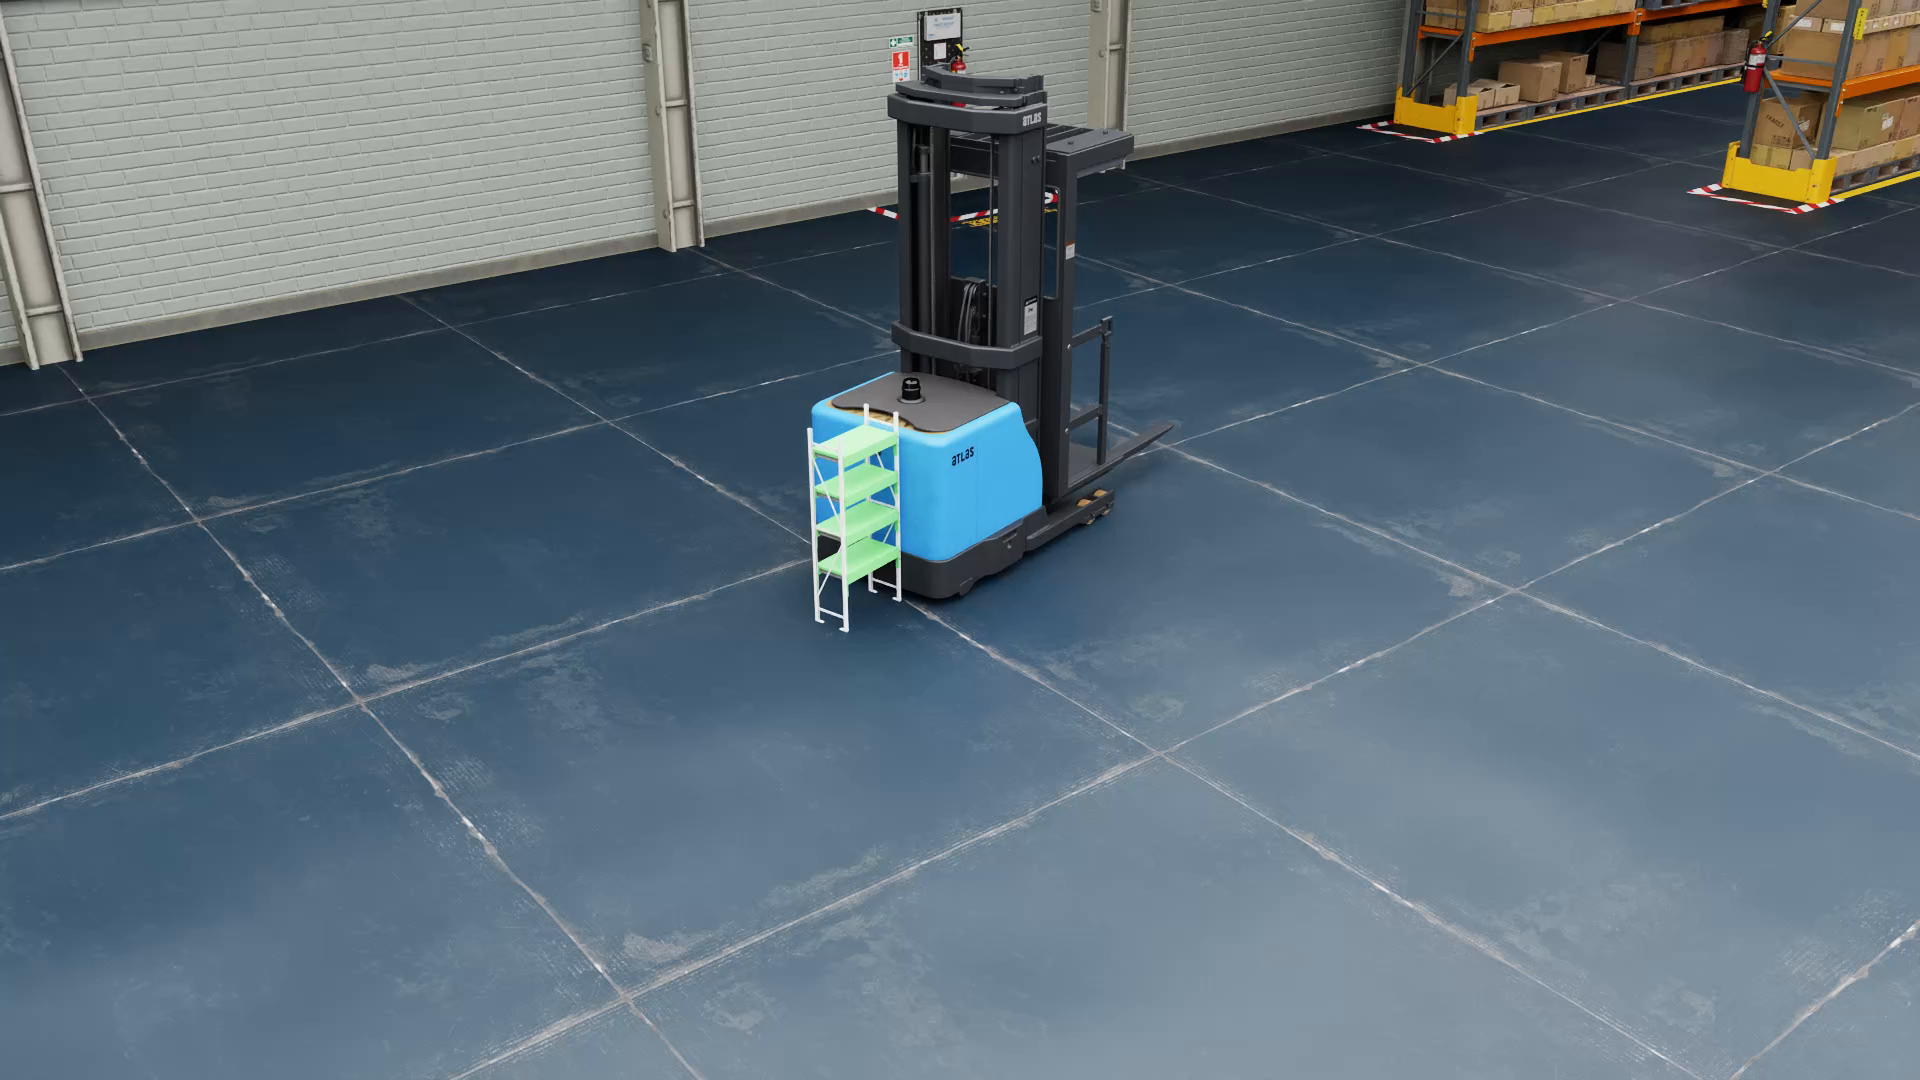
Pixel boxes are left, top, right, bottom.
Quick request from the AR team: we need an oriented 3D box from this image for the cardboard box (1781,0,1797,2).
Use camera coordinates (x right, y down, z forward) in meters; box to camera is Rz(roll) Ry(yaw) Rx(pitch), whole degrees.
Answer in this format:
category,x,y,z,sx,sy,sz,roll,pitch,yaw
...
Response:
category,x,y,z,sx,sy,sz,roll,pitch,yaw
cardboard box,14.163,-8.746,28.087,0.750,0.750,0.750,-18,31,-34

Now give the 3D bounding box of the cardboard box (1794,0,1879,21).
category,x,y,z,sx,sy,sz,roll,pitch,yaw
cardboard box,9.991,-6.204,18.896,0.500,0.500,0.700,-18,30,-34

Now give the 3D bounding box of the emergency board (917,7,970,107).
category,x,y,z,sx,sy,sz,roll,pitch,yaw
emergency board,-0.158,-5.360,18.737,0.643,1.169,0.194,-18,31,-34

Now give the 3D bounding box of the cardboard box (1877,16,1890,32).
category,x,y,z,sx,sy,sz,roll,pitch,yaw
cardboard box,10.419,-5.944,19.105,0.250,0.149,0.380,-18,30,-34

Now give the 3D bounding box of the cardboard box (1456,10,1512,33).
category,x,y,z,sx,sy,sz,roll,pitch,yaw
cardboard box,7.094,-7.043,22.516,0.500,0.250,0.500,-19,31,-35

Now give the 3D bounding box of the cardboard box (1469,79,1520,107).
category,x,y,z,sx,sy,sz,roll,pitch,yaw
cardboard box,7.563,-6.358,23.557,0.500,0.311,0.500,-15,29,-30

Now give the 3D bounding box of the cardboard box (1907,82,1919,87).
category,x,y,z,sx,sy,sz,roll,pitch,yaw
cardboard box,12.091,-5.443,20.792,0.500,0.500,0.500,-18,31,-34

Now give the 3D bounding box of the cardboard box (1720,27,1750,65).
category,x,y,z,sx,sy,sz,roll,pitch,yaw
cardboard box,12.275,-8.019,26.913,0.500,0.500,0.700,-18,30,-33

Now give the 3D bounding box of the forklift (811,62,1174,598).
category,x,y,z,sx,sy,sz,roll,pitch,yaw
forklift,0.378,-1.542,10.591,1.130,2.935,3.031,17,30,33

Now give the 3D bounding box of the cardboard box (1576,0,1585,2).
category,x,y,z,sx,sy,sz,roll,pitch,yaw
cardboard box,8.689,-7.916,23.507,0.500,0.500,0.500,-19,31,-35

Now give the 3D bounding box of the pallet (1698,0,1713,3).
category,x,y,z,sx,sy,sz,roll,pitch,yaw
pallet,11.277,-8.543,25.823,1.213,0.211,1.003,-18,31,-34

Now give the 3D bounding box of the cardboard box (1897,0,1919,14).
category,x,y,z,sx,sy,sz,roll,pitch,yaw
cardboard box,10.798,-6.474,19.477,0.500,0.500,0.700,-18,30,-34

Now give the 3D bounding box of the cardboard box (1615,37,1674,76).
category,x,y,z,sx,sy,sz,roll,pitch,yaw
cardboard box,10.607,-7.532,25.863,0.500,0.500,0.700,-19,31,-35

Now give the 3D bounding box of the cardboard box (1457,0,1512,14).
category,x,y,z,sx,sy,sz,roll,pitch,yaw
cardboard box,7.076,-7.386,22.364,0.500,0.500,0.500,-18,31,-34

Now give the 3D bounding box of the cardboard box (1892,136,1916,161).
category,x,y,z,sx,sy,sz,roll,pitch,yaw
cardboard box,11.315,-4.838,20.378,0.500,0.250,0.500,-18,31,-34

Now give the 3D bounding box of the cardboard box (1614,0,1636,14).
category,x,y,z,sx,sy,sz,roll,pitch,yaw
cardboard box,9.476,-7.837,24.227,0.500,0.250,0.500,-18,30,-34

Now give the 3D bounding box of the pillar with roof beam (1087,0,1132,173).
category,x,y,z,sx,sy,sz,roll,pitch,yaw
pillar with roof beam,4.466,-7.285,15.757,0.400,9.000,9.100,-18,31,-34

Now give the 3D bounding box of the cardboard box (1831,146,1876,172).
category,x,y,z,sx,sy,sz,roll,pitch,yaw
cardboard box,10.525,-4.580,19.822,0.500,0.250,0.500,-18,31,-34

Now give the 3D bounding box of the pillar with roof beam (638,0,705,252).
category,x,y,z,sx,sy,sz,roll,pitch,yaw
pillar with roof beam,-0.255,-5.726,12.399,0.400,9.000,9.100,-18,31,-34

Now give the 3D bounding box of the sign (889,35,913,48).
category,x,y,z,sx,sy,sz,roll,pitch,yaw
sign,-0.648,-5.506,18.378,0.331,0.109,0.001,-18,31,-34

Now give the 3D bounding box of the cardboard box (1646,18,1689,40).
category,x,y,z,sx,sy,sz,roll,pitch,yaw
cardboard box,10.983,-7.973,25.923,0.500,0.250,0.500,-19,31,-35

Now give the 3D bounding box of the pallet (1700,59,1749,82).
category,x,y,z,sx,sy,sz,roll,pitch,yaw
pallet,12.194,-7.691,27.070,1.213,0.211,1.003,-18,31,-34

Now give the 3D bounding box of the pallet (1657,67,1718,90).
category,x,y,z,sx,sy,sz,roll,pitch,yaw
pallet,11.235,-7.375,26.391,1.213,0.211,1.003,-18,31,-34

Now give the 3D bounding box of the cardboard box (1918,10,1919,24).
category,x,y,z,sx,sy,sz,roll,pitch,yaw
cardboard box,11.226,-6.209,19.676,0.250,0.149,0.380,-18,30,-34

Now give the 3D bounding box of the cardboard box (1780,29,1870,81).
category,x,y,z,sx,sy,sz,roll,pitch,yaw
cardboard box,9.949,-5.602,19.139,0.500,0.500,0.700,-18,31,-34

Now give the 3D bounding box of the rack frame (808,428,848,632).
category,x,y,z,sx,sy,sz,roll,pitch,yaw
rack frame,-0.745,-0.045,9.421,0.240,1.200,0.015,17,30,33

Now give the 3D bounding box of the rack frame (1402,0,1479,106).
category,x,y,z,sx,sy,sz,roll,pitch,yaw
rack frame,6.514,-7.080,22.442,0.127,3.000,1.000,-18,31,-34

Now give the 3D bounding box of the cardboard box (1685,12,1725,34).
category,x,y,z,sx,sy,sz,roll,pitch,yaw
cardboard box,11.788,-8.232,26.481,0.500,0.250,0.500,-18,30,-33

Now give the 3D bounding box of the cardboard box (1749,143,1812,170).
category,x,y,z,sx,sy,sz,roll,pitch,yaw
cardboard box,9.814,-4.620,19.910,0.500,0.250,0.500,-18,31,-34

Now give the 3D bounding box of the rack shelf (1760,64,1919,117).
category,x,y,z,sx,sy,sz,roll,pitch,yaw
rack shelf,11.148,-5.633,20.179,4.000,0.370,1.077,-18,31,-34

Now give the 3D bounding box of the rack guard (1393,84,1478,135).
category,x,y,z,sx,sy,sz,roll,pitch,yaw
rack guard,6.574,-5.966,23.011,0.348,0.500,1.175,-18,31,-34

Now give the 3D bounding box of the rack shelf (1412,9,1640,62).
category,x,y,z,sx,sy,sz,roll,pitch,yaw
rack shelf,8.088,-7.273,23.713,4.000,0.370,1.077,-18,31,-34

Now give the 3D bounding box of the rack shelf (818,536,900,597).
category,x,y,z,sx,sy,sz,roll,pitch,yaw
rack shelf,-0.599,0.149,9.726,0.258,0.148,0.480,17,30,33

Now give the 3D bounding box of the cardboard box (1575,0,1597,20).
category,x,y,z,sx,sy,sz,roll,pitch,yaw
cardboard box,8.693,-7.574,23.661,0.500,0.250,0.500,-18,31,-34

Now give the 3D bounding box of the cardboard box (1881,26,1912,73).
category,x,y,z,sx,sy,sz,roll,pitch,yaw
cardboard box,10.754,-5.867,19.710,0.500,0.500,0.700,-18,30,-34

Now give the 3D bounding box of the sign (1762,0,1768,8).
category,x,y,z,sx,sy,sz,roll,pitch,yaw
sign,9.250,-6.256,19.010,0.005,0.325,0.100,-18,31,-34

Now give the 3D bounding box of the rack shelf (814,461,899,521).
category,x,y,z,sx,sy,sz,roll,pitch,yaw
rack shelf,-0.599,-0.287,9.524,0.258,0.148,0.480,17,30,33

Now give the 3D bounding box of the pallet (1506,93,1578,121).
category,x,y,z,sx,sy,sz,roll,pitch,yaw
pallet,8.195,-6.349,24.180,1.213,0.211,1.003,-18,31,-34

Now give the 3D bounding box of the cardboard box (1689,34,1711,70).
category,x,y,z,sx,sy,sz,roll,pitch,yaw
cardboard box,11.425,-7.786,26.409,0.500,0.500,0.700,-18,31,-34

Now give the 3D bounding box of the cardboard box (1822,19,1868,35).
category,x,y,z,sx,sy,sz,roll,pitch,yaw
cardboard box,10.016,-5.810,18.816,0.250,0.149,0.380,-19,31,-34

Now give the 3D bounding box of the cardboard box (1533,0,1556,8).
category,x,y,z,sx,sy,sz,roll,pitch,yaw
cardboard box,7.881,-7.643,22.918,0.500,0.500,0.500,-19,31,-36

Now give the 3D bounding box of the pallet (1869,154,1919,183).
category,x,y,z,sx,sy,sz,roll,pitch,yaw
pallet,11.109,-4.703,20.632,1.213,0.211,1.003,-18,31,-34

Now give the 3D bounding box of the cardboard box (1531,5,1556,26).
category,x,y,z,sx,sy,sz,roll,pitch,yaw
cardboard box,7.899,-7.312,23.097,0.500,0.250,0.500,-19,31,-35

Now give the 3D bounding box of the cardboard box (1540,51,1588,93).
category,x,y,z,sx,sy,sz,roll,pitch,yaw
cardboard box,8.870,-6.902,24.505,0.500,0.500,0.500,-21,32,-38

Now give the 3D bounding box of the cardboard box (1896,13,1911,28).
category,x,y,z,sx,sy,sz,roll,pitch,yaw
cardboard box,10.827,-6.079,19.395,0.250,0.149,0.380,-19,31,-36

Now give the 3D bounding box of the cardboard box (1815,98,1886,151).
category,x,y,z,sx,sy,sz,roll,pitch,yaw
cardboard box,10.526,-4.919,19.663,0.500,0.500,0.500,-18,31,-34

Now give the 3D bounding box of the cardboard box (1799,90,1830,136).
category,x,y,z,sx,sy,sz,roll,pitch,yaw
cardboard box,10.590,-5.226,20.323,0.500,0.500,0.500,-18,31,-34

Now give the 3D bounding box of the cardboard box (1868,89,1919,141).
category,x,y,z,sx,sy,sz,roll,pitch,yaw
cardboard box,11.315,-5.178,20.220,0.500,0.500,0.500,-18,31,-34

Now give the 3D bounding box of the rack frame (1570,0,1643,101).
category,x,y,z,sx,sy,sz,roll,pitch,yaw
rack frame,9.662,-8.119,24.681,0.127,3.000,1.000,-18,31,-34

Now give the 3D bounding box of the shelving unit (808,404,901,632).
category,x,y,z,sx,sy,sz,roll,pitch,yaw
shelving unit,-0.599,-0.127,9.598,0.258,1.200,0.503,17,30,33

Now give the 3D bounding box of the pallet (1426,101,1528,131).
category,x,y,z,sx,sy,sz,roll,pitch,yaw
pallet,7.235,-6.034,23.501,1.213,0.211,1.003,-18,31,-34
